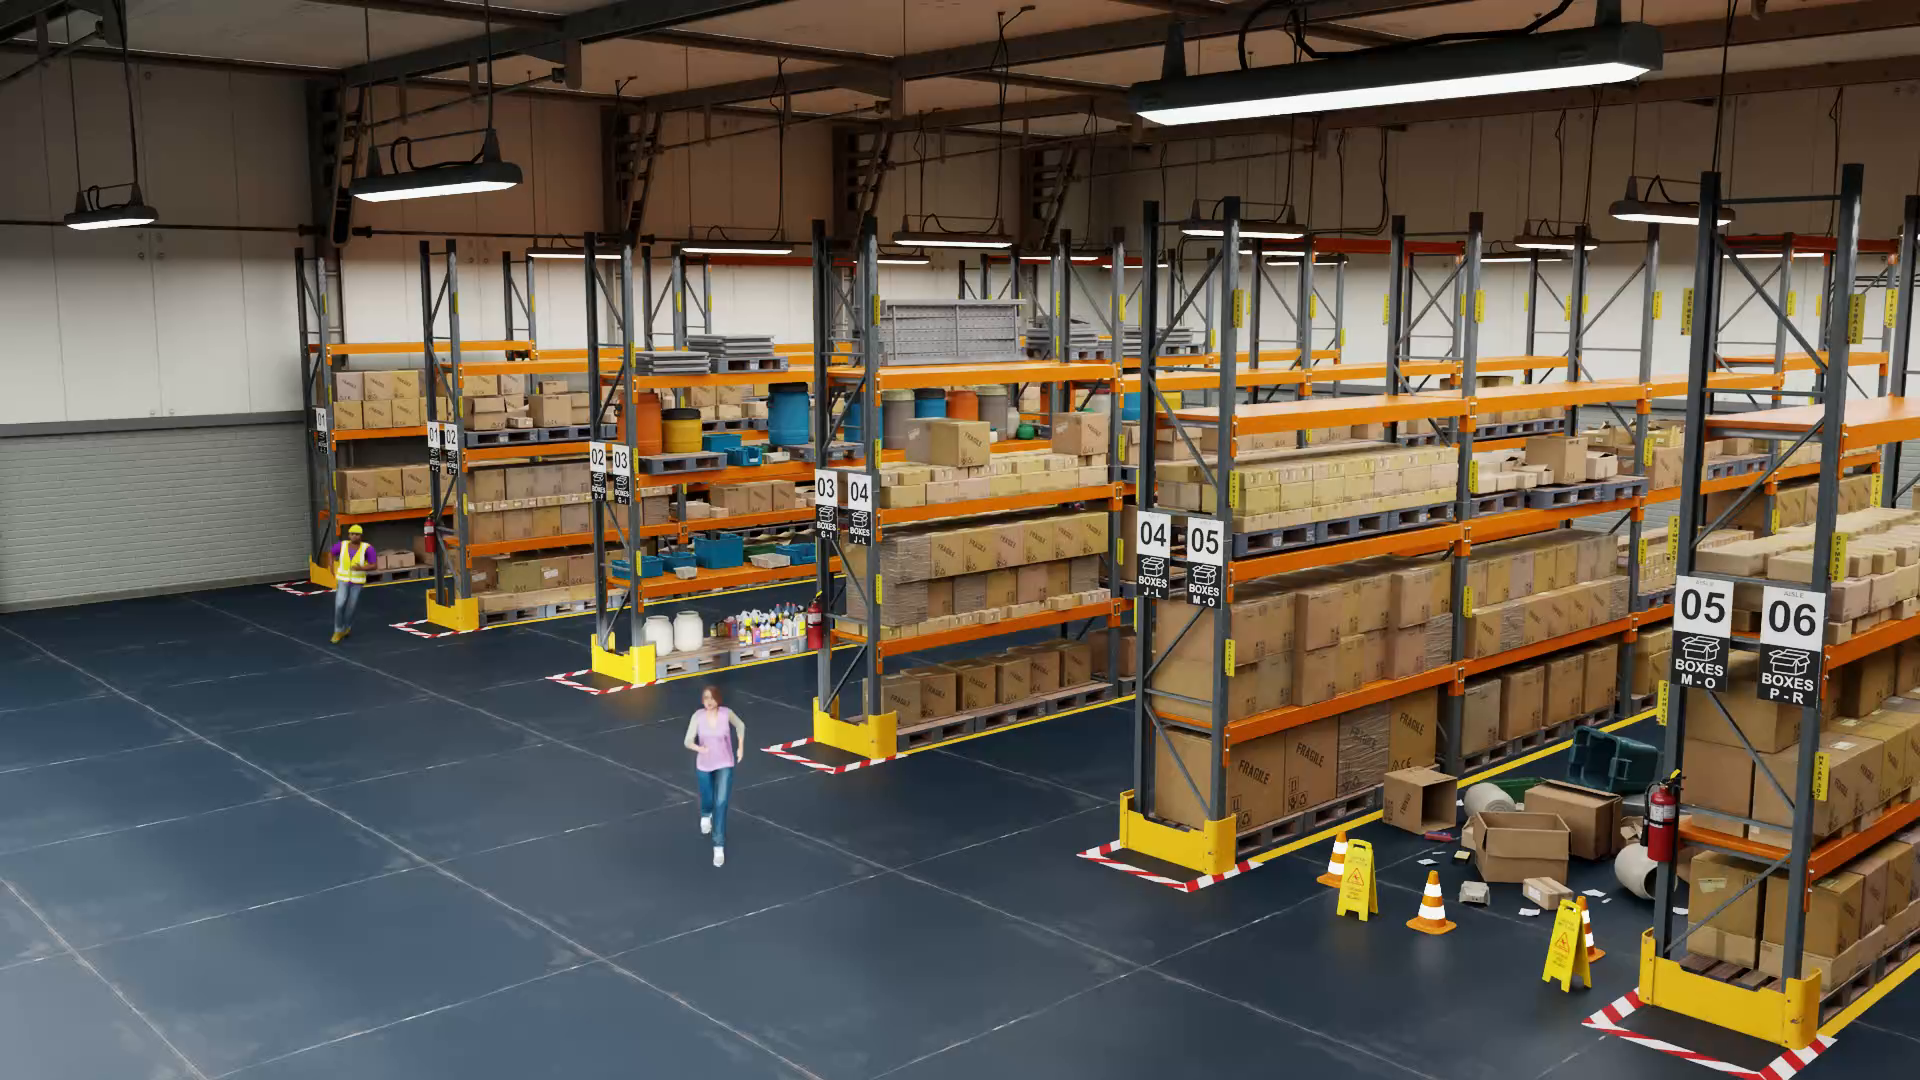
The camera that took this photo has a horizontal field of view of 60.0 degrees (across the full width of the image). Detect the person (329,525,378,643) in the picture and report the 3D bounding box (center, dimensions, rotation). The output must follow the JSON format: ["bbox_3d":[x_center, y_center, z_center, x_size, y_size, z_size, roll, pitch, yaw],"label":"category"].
[{"bbox_3d":[-9.156,0.653,25.102,0.720,1.812,0.680,-3,9,-17],"label":"person"}]

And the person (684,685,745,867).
[{"bbox_3d":[-2.276,2.120,15.487,0.550,1.612,0.887,-1,8,-4],"label":"person"}]
